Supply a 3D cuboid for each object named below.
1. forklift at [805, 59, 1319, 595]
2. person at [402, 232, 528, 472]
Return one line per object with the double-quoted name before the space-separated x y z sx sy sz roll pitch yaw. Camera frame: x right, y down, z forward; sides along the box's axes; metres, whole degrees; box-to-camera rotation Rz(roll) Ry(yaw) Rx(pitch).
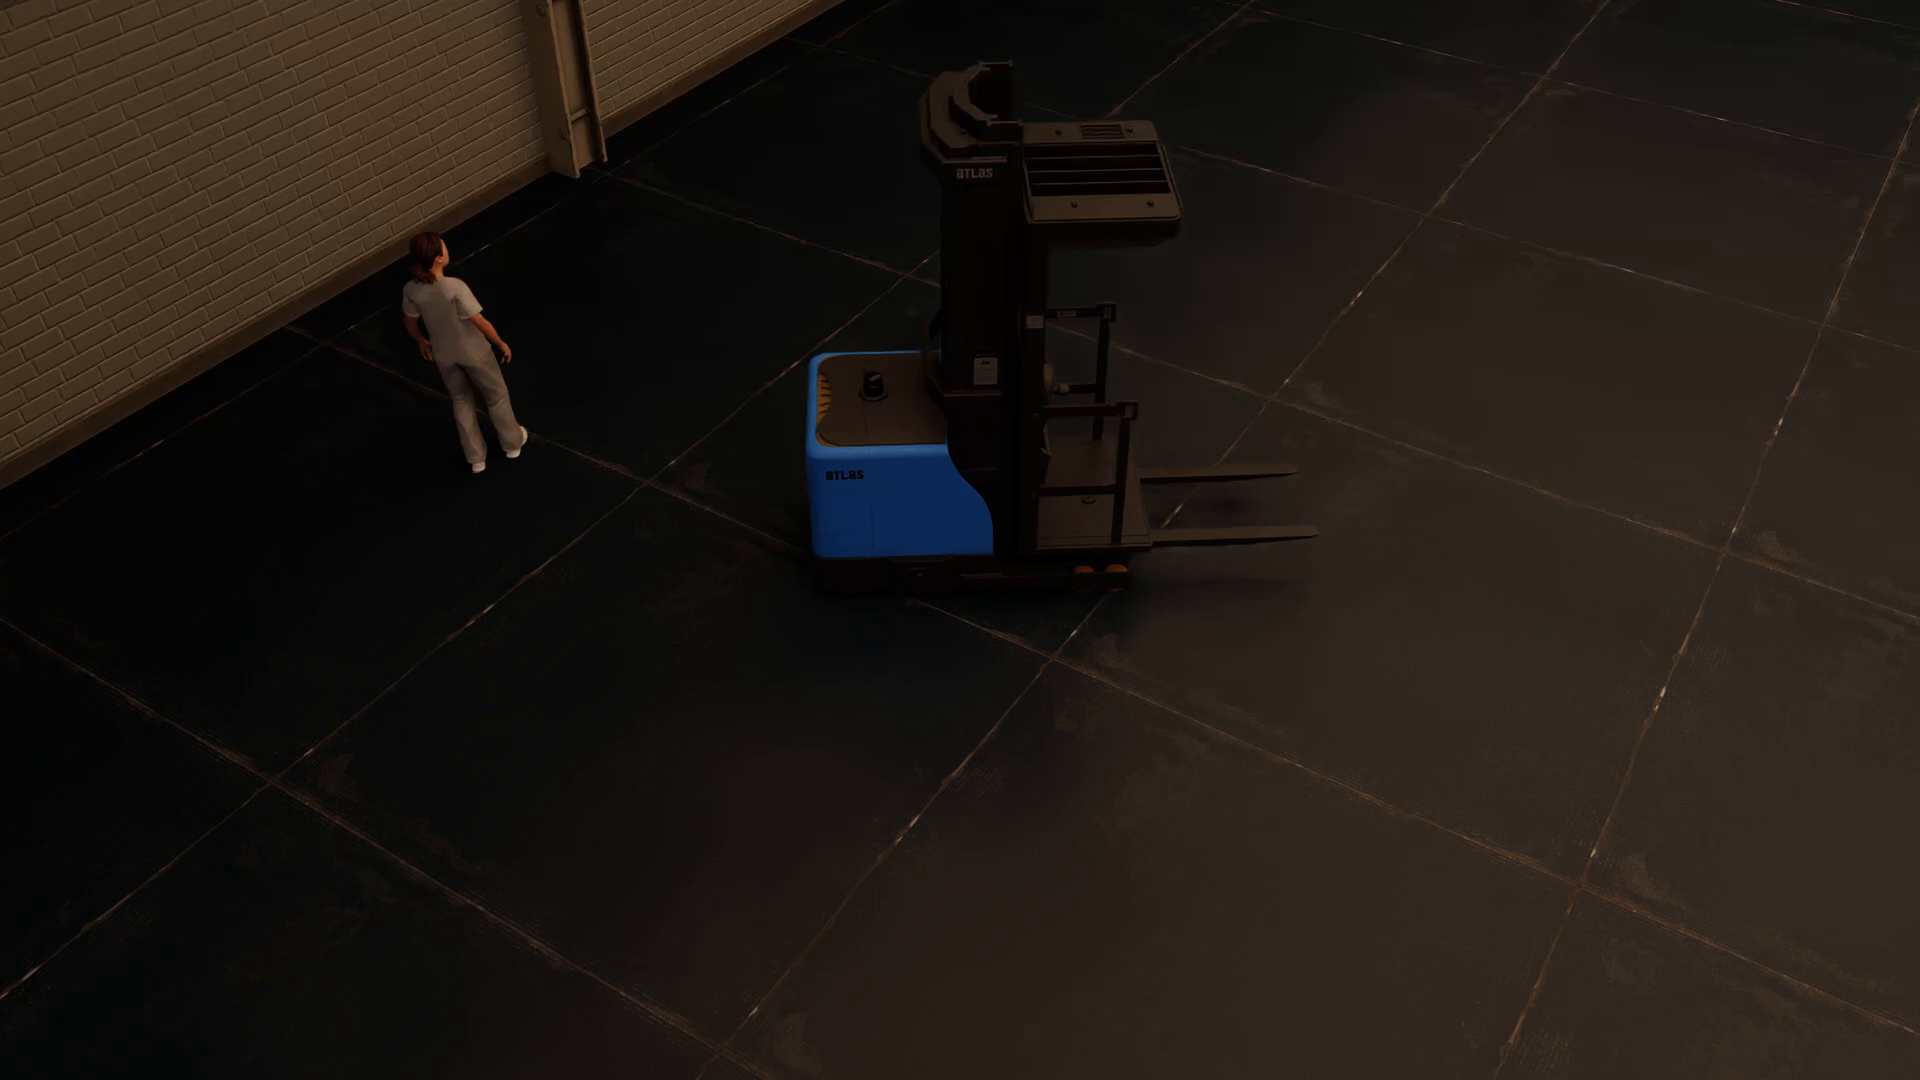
"forklift" 0.618 -1.149 9.323 3.031 2.935 1.130 -2 40 -2
"person" -3.082 -1.204 10.364 0.606 1.671 0.507 3 40 4
